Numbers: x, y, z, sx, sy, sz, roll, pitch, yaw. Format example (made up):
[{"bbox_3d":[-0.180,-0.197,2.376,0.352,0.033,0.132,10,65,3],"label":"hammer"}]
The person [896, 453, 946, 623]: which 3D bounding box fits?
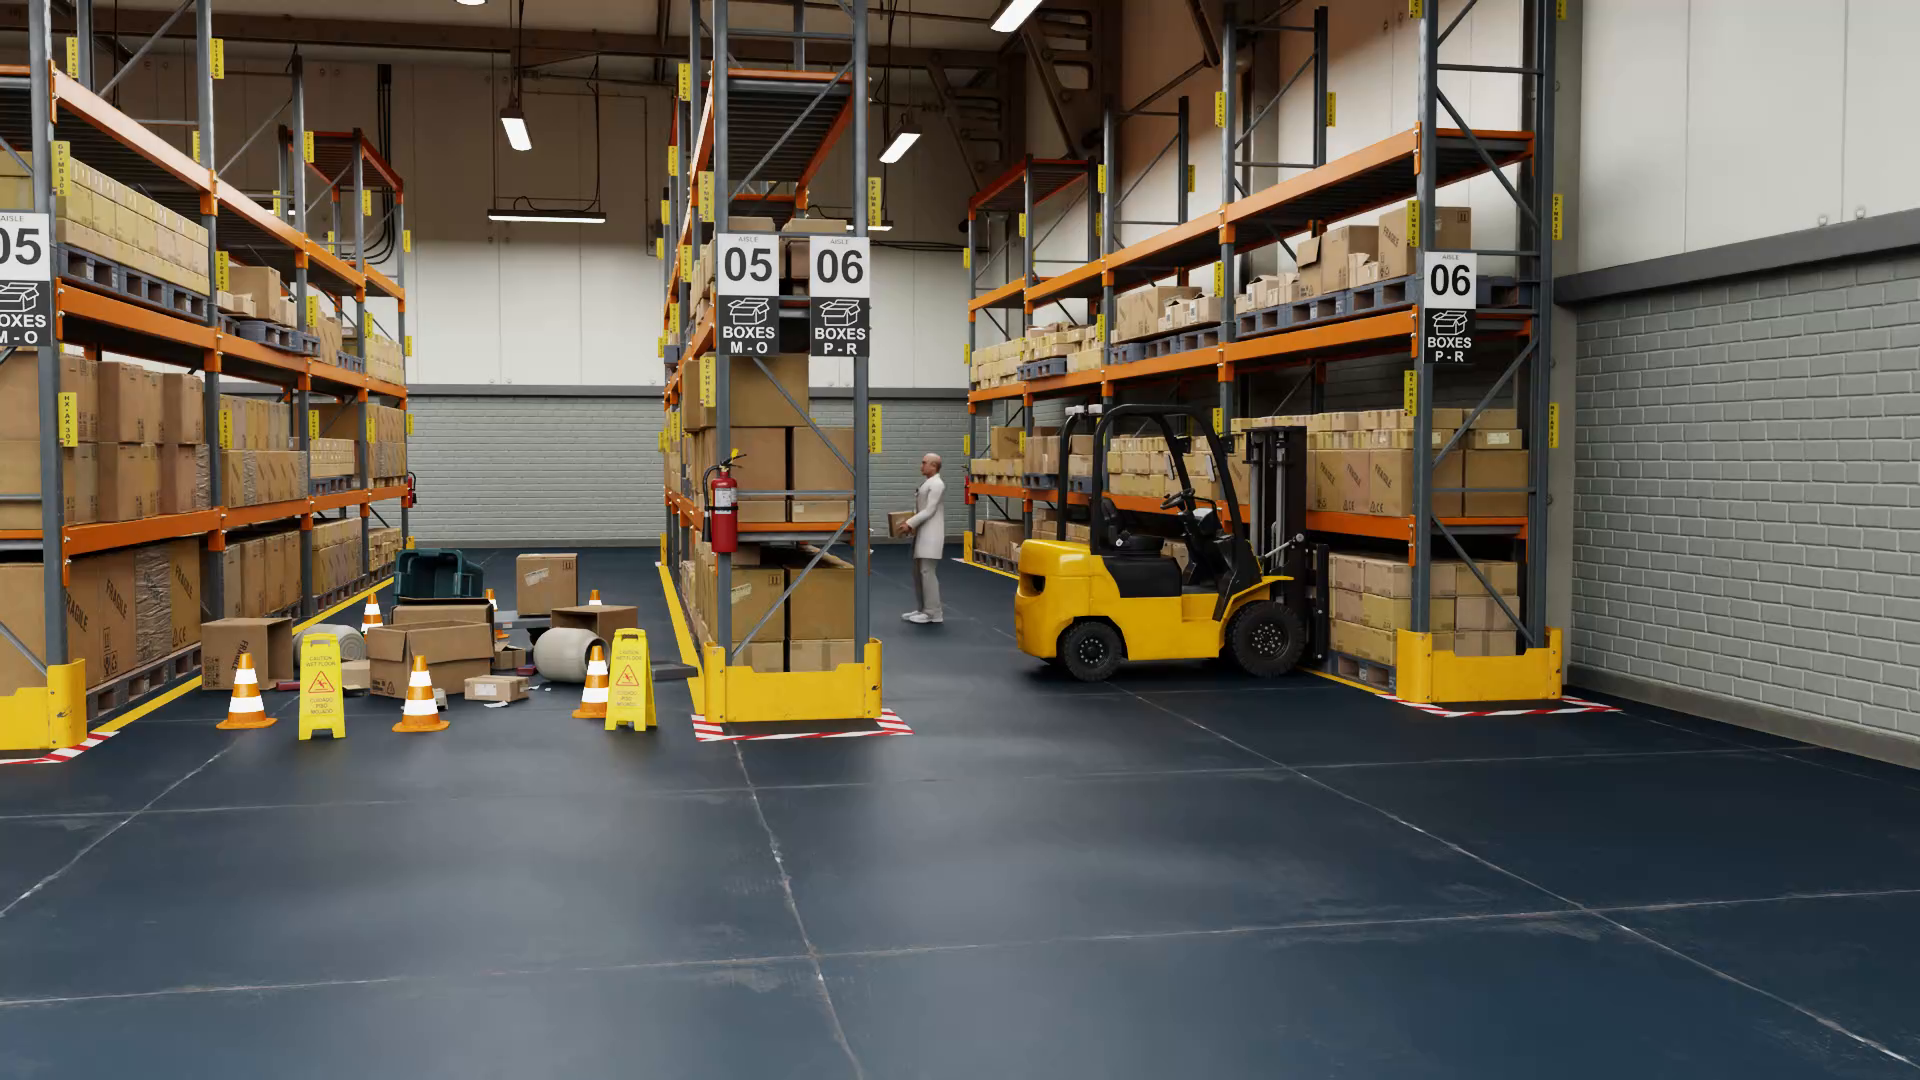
[{"bbox_3d":[-0.433,-0.026,17.548,0.535,1.780,0.548,-1,3,-12],"label":"person"}]
